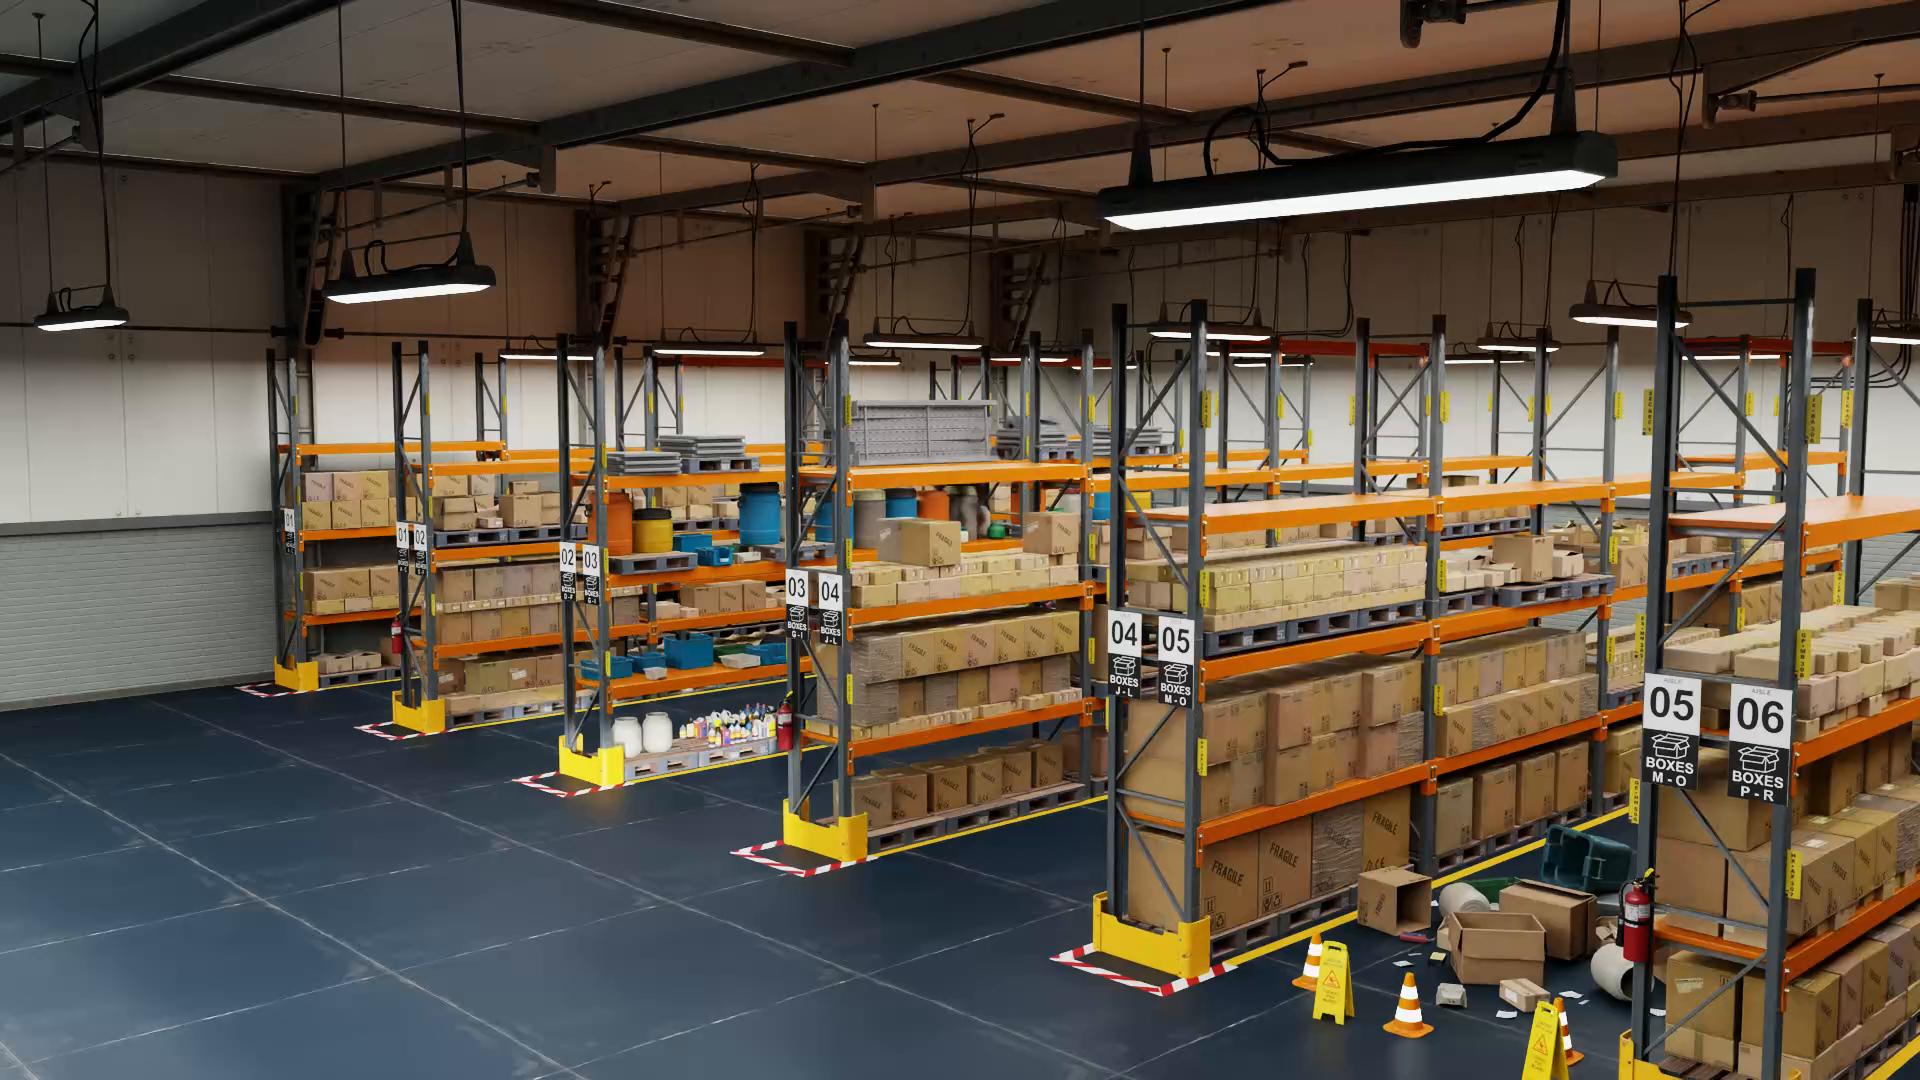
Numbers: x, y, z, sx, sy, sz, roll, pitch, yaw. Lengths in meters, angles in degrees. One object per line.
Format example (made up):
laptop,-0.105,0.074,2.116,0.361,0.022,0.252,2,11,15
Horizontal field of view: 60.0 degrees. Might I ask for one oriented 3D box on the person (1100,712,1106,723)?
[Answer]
person,2.214,1.923,24.992,0.440,1.664,0.598,-1,5,-16
